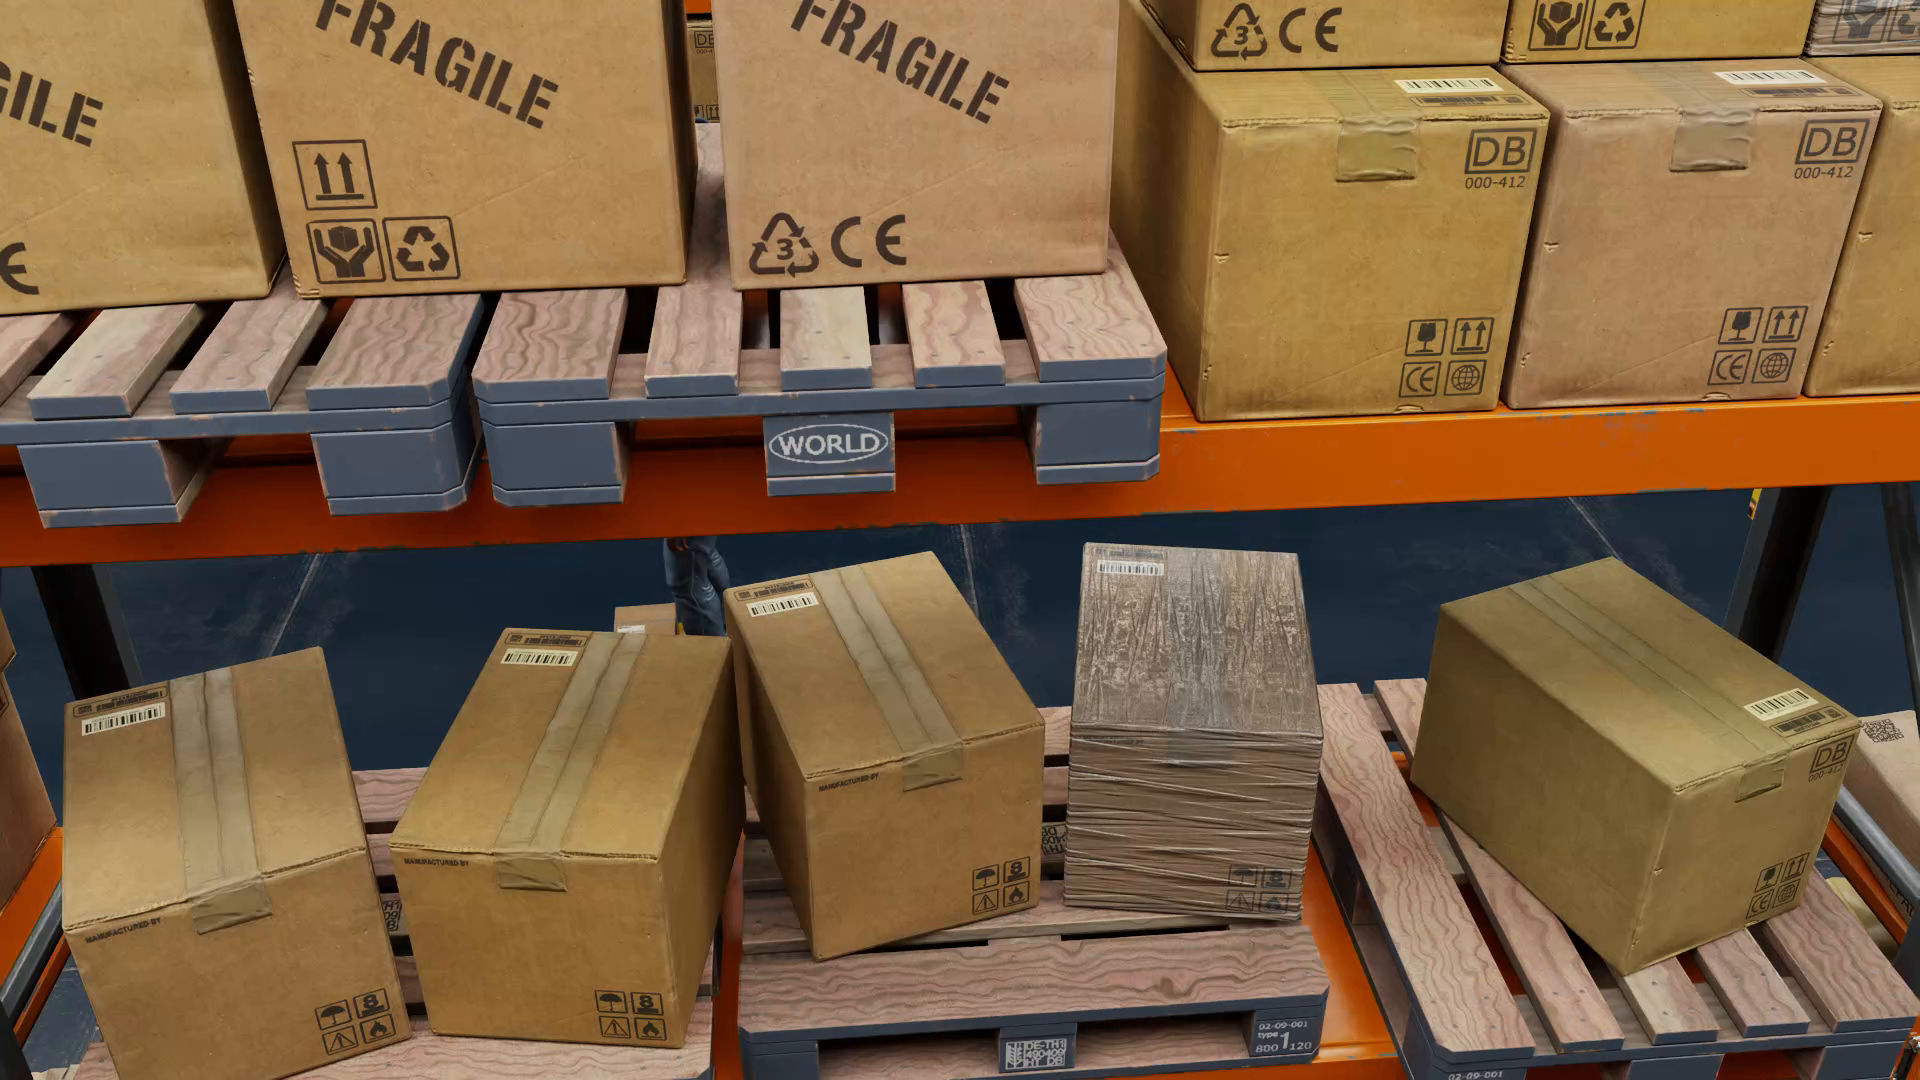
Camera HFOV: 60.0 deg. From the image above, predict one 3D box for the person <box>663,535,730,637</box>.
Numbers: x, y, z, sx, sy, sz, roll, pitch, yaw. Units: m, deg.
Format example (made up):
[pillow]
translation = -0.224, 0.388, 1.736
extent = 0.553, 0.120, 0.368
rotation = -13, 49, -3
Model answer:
[person]
translation = -1.061, -0.227, 6.494
extent = 0.456, 1.760, 0.627
rotation = -3, 31, -4
